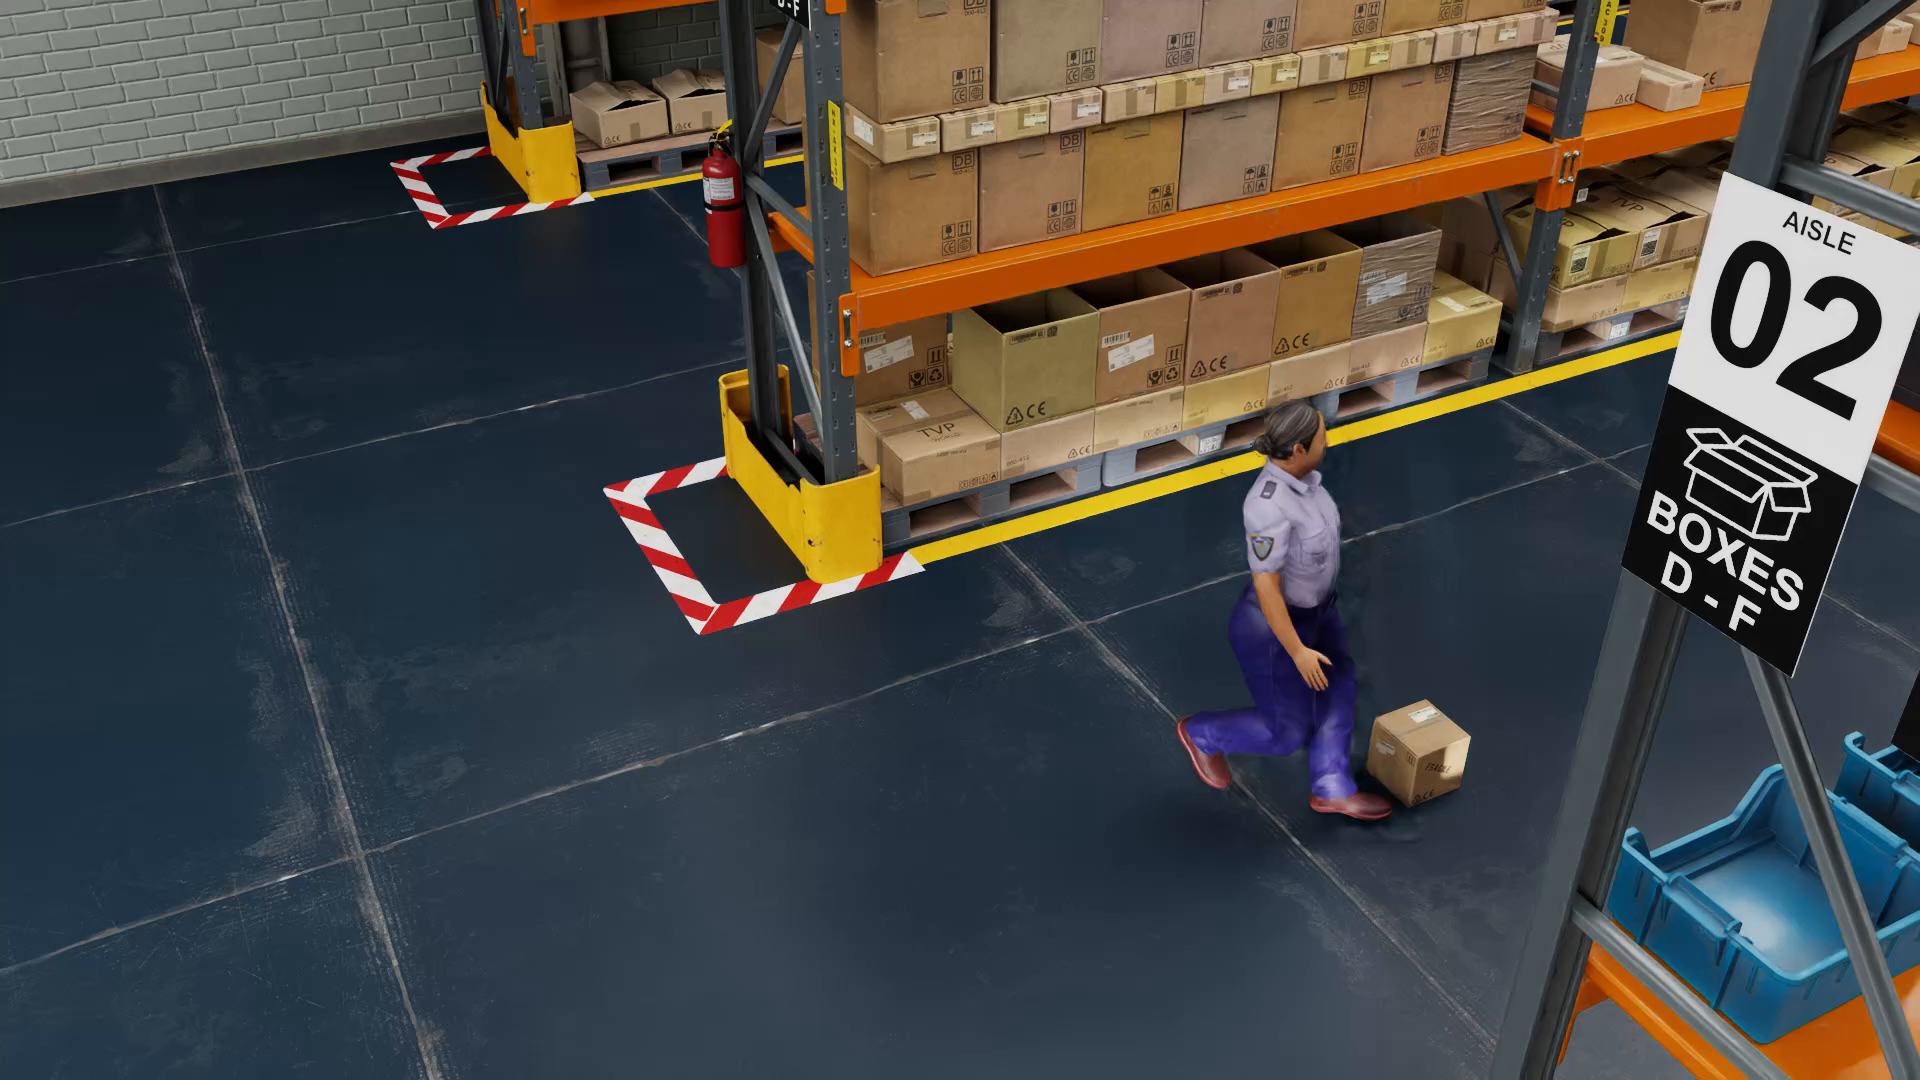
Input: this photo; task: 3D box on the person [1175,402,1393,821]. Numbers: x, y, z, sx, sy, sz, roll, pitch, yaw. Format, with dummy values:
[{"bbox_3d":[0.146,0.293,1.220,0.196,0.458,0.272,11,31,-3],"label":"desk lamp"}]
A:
[{"bbox_3d":[1.180,0.288,5.725,0.800,1.601,0.550,16,36,23],"label":"person"}]
